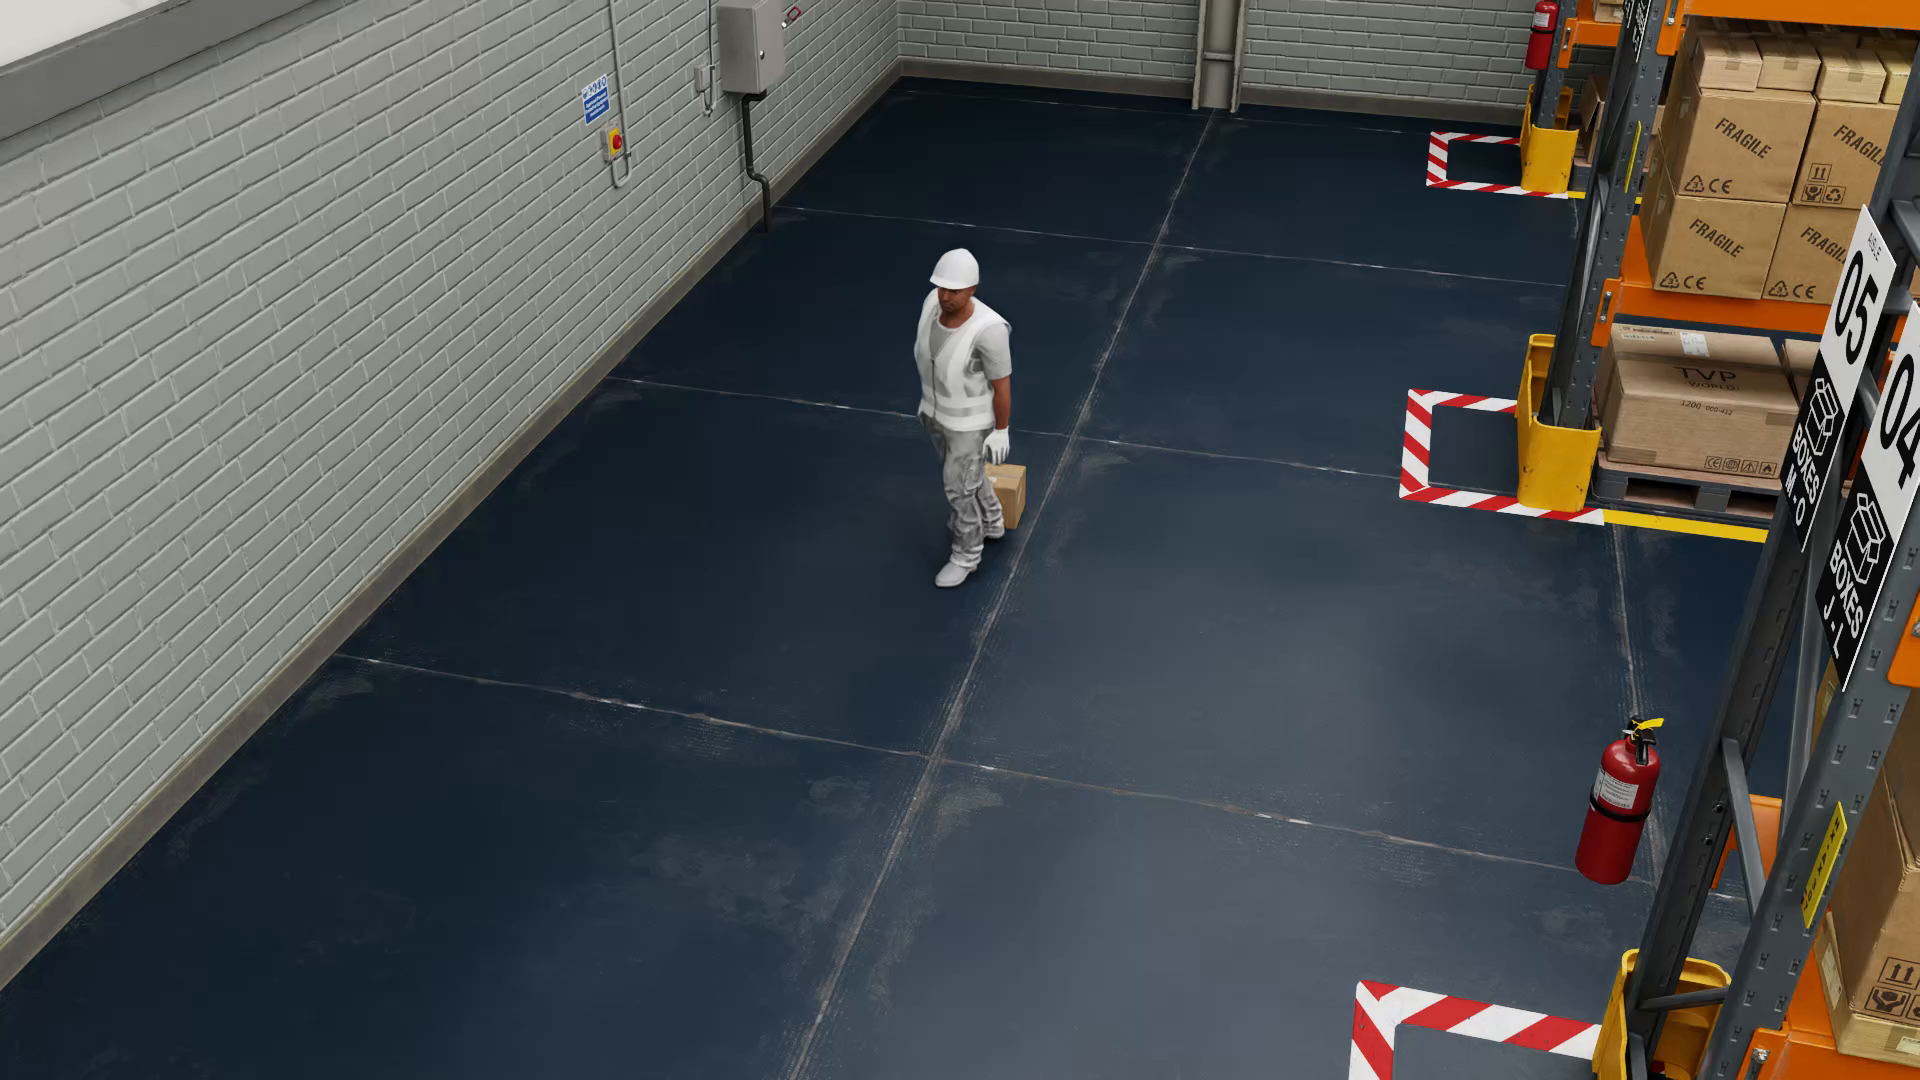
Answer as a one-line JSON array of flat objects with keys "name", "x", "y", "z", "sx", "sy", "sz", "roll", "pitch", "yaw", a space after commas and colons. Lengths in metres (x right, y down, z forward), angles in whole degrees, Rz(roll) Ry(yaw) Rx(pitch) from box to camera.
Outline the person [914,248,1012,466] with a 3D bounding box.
[{"name": "person", "x": -0.015, "y": -0.892, "z": 7.879, "sx": 0.384, "sy": 1.082, "sz": 0.589, "roll": -22, "pitch": 39, "yaw": -31}]
